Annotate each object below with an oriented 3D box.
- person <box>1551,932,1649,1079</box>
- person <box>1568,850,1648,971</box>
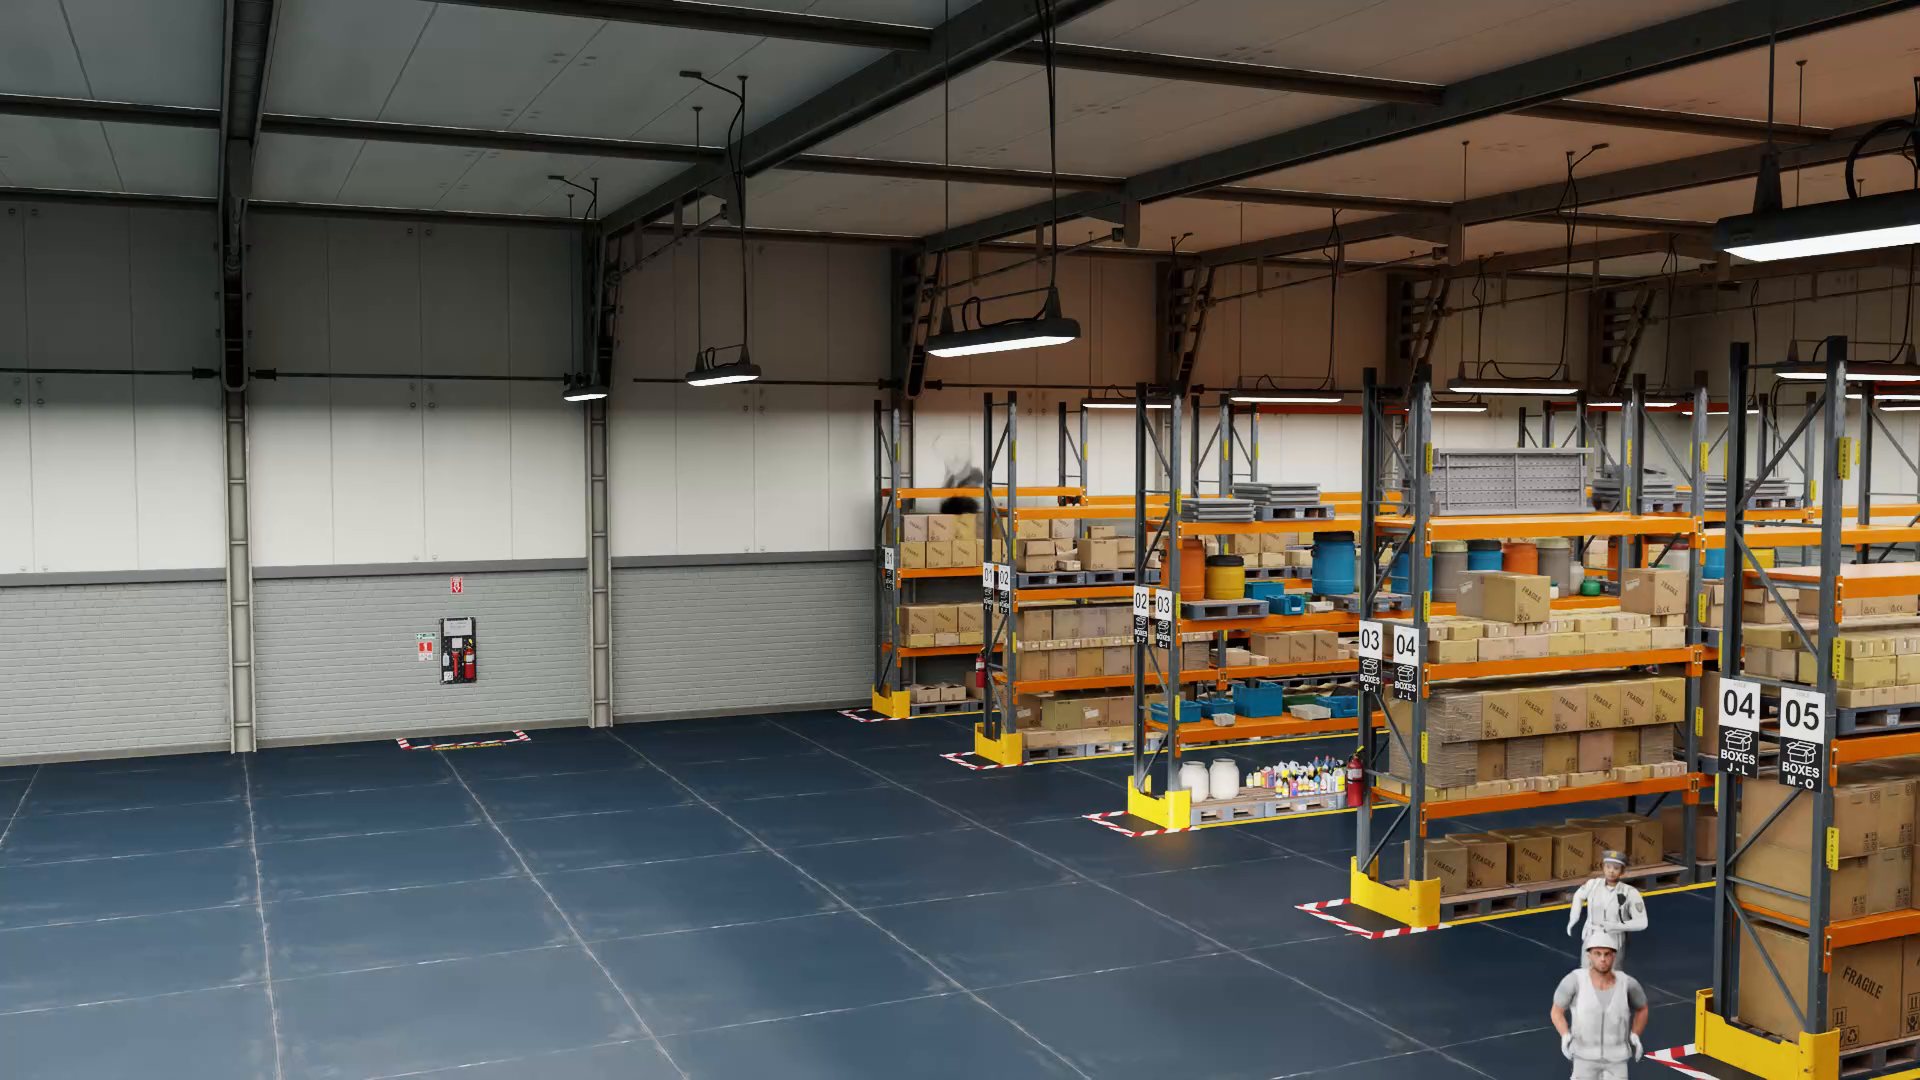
[{"bbox_3d":[4.489,3.612,11.656,0.657,1.759,0.785,1,3,14],"label":"person"},{"bbox_3d":[5.527,3.506,14.208,0.639,1.759,0.678,1,4,23],"label":"person"}]
